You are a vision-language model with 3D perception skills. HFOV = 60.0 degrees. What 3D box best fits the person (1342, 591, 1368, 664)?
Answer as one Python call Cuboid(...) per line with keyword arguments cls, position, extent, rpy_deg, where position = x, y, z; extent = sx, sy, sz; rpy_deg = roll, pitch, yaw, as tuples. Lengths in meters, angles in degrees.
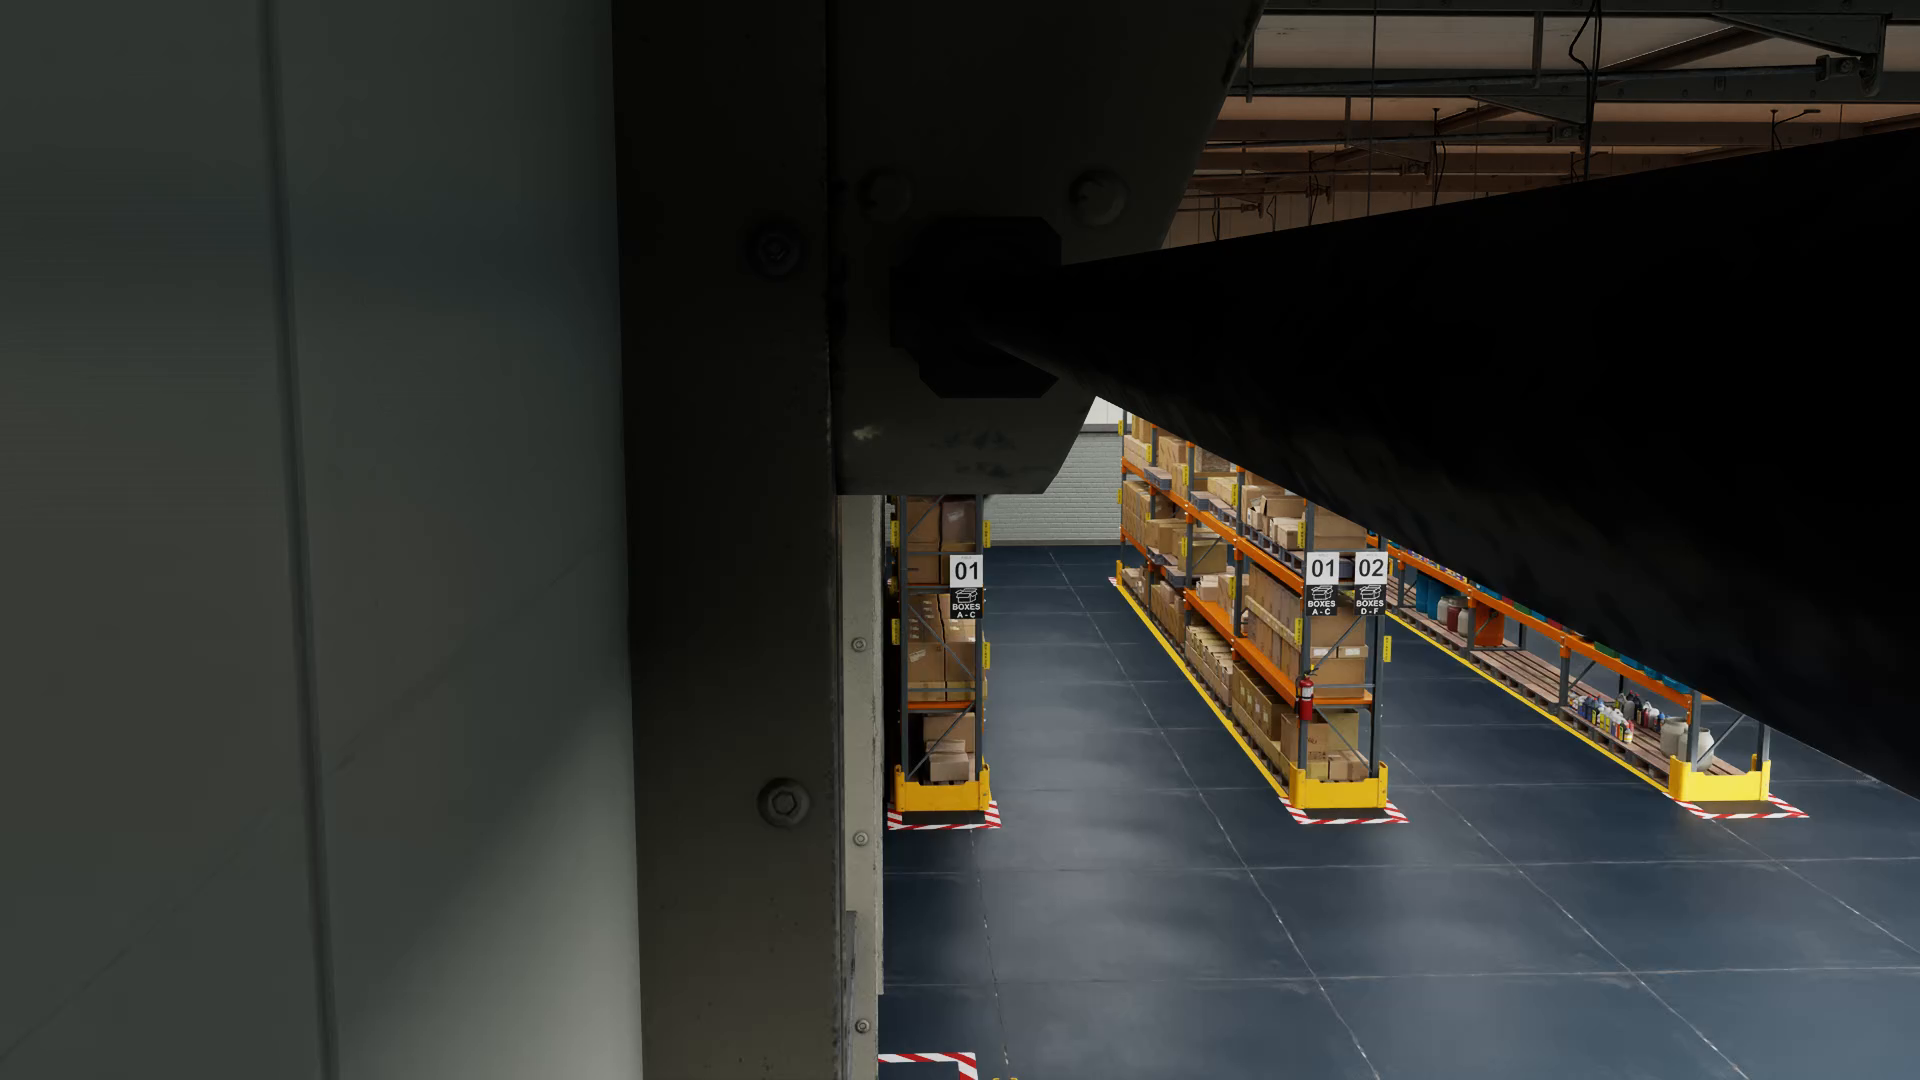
Cuboid(cls="person", position=(6.828, 1.249, 28.743), extent=(0.714, 1.733, 0.791), rpy_deg=(-2, 9, -10))
